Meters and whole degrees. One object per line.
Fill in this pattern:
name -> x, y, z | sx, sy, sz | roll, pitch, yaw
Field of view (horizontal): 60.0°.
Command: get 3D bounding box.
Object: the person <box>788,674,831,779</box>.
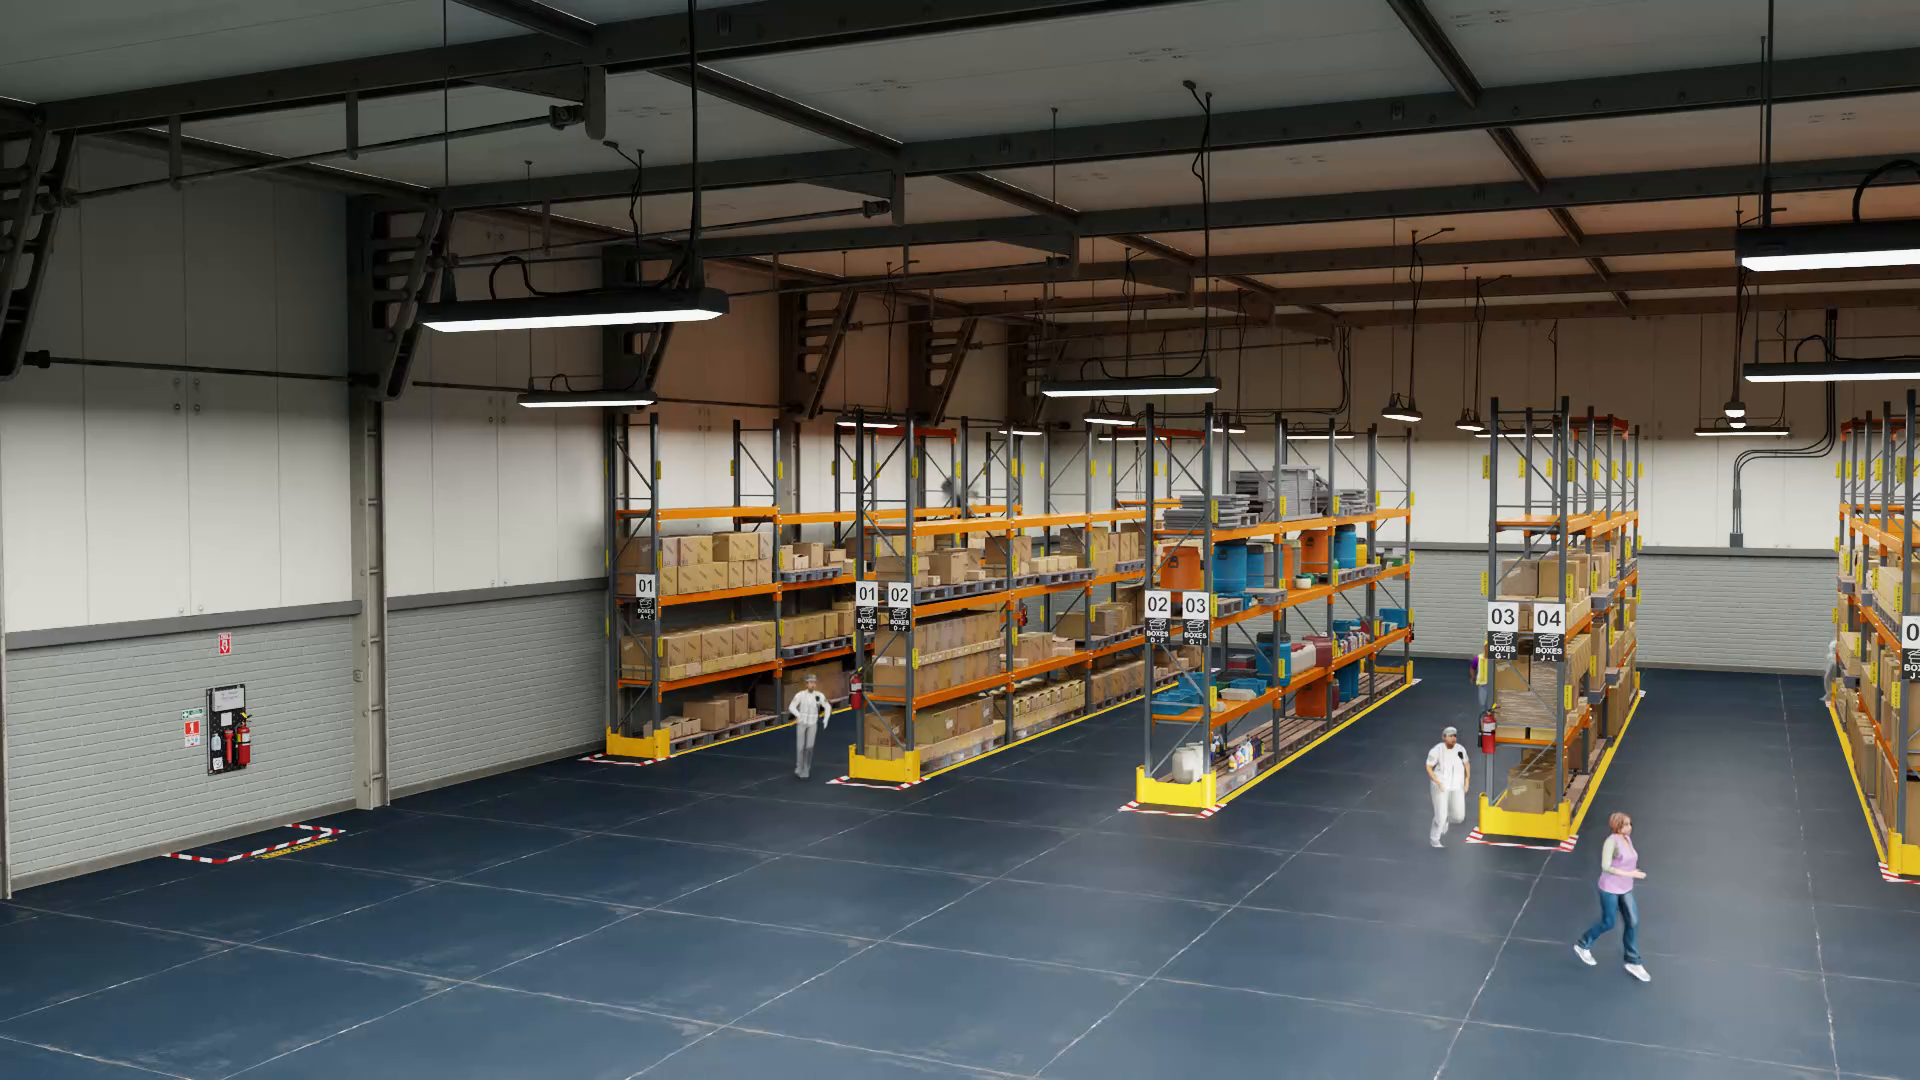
person -> -2.453, 3.038, 27.113 | 0.681, 1.700, 0.631 | 0, 2, -4

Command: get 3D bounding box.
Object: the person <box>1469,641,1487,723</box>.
person -> 10.118, 2.792, 31.886 | 0.716, 1.741, 0.715 | 1, 3, 25

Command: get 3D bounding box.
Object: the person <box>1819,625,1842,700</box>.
person -> 19.069, 2.679, 36.031 | 0.755, 1.687, 0.660 | 0, 2, 6

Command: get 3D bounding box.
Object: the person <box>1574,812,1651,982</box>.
person -> 6.495, 3.501, 16.521 | 0.557, 1.634, 0.758 | -2, 3, -38

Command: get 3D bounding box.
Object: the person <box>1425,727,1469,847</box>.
person -> 6.483, 3.269, 22.070 | 0.625, 1.603, 0.565 | 0, 2, -3
